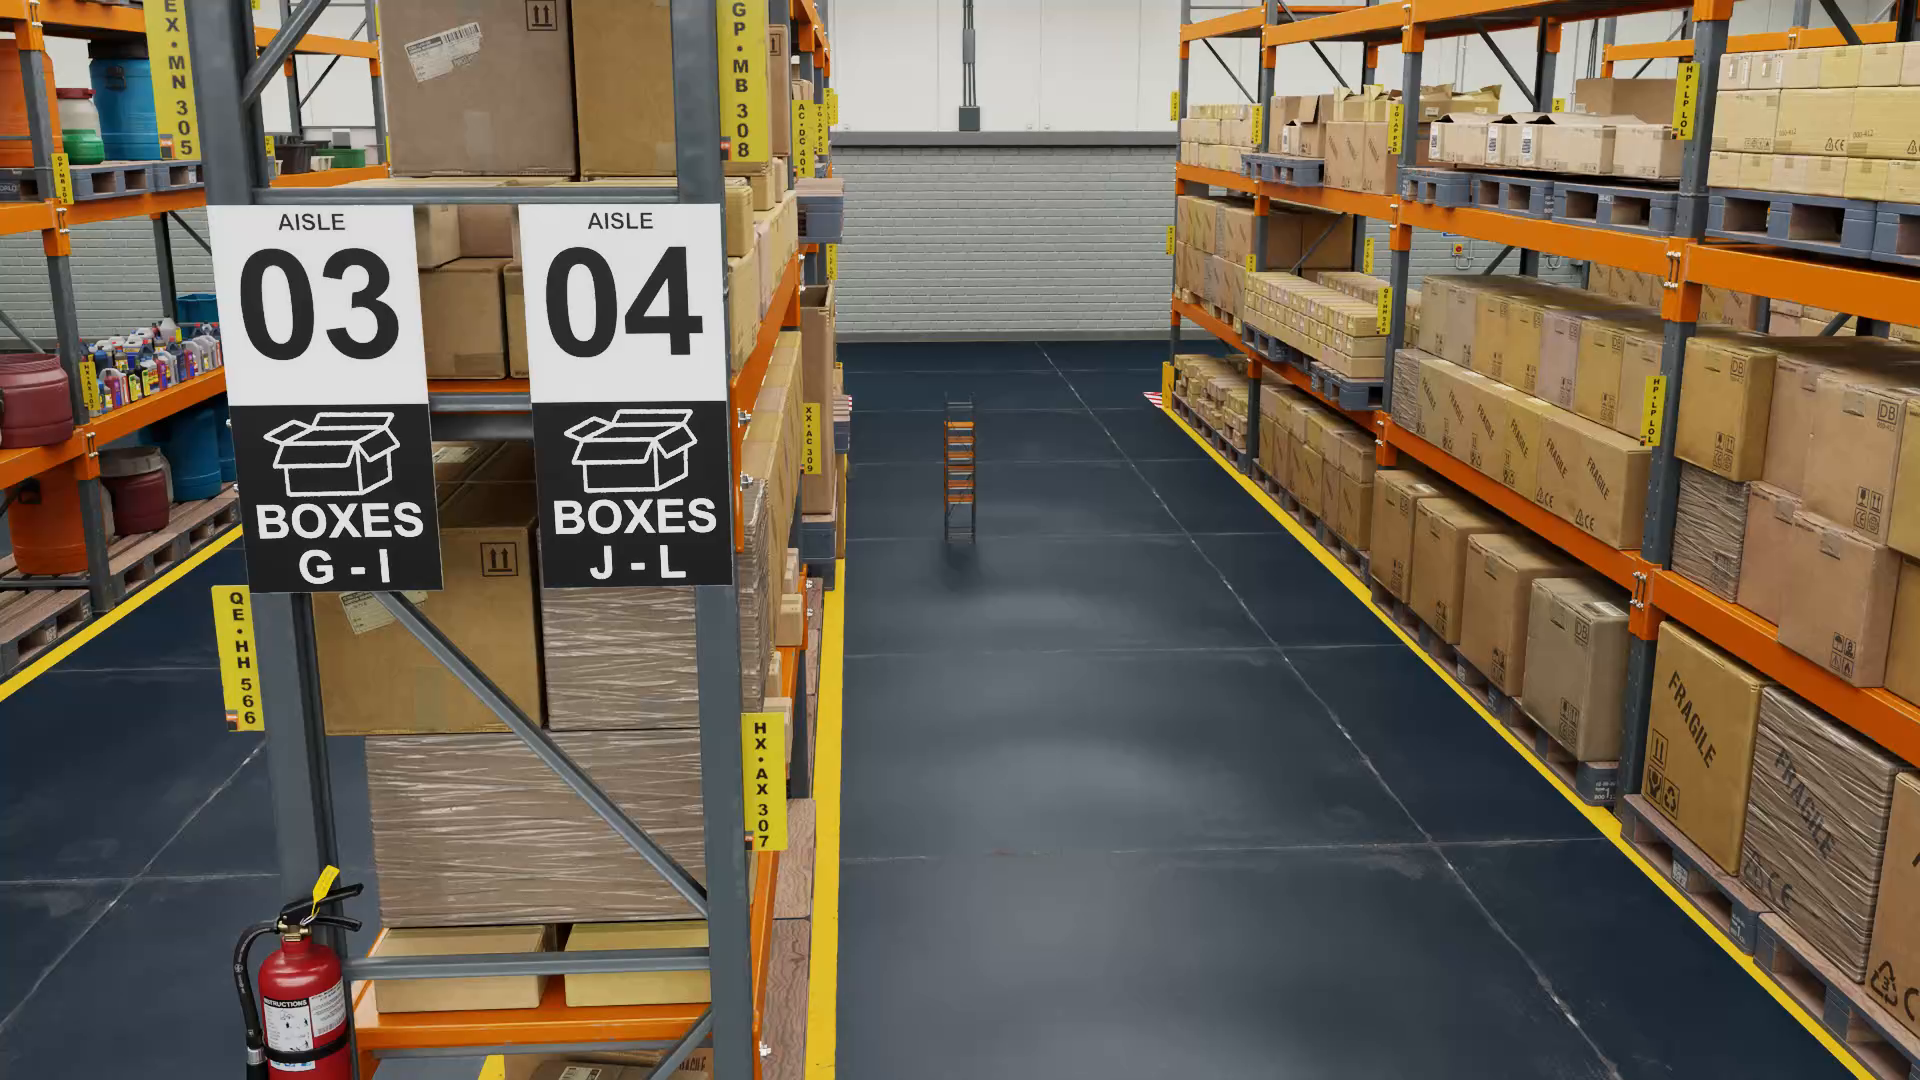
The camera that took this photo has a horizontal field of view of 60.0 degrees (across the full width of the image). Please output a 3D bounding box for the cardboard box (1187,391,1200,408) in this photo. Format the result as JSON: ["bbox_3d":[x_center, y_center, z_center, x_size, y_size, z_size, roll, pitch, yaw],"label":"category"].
[{"bbox_3d":[2.727,-1.563,18.459,0.380,0.149,0.250,-1,14,-3],"label":"cardboard box"}]

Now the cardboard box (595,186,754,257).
[{"bbox_3d":[-0.683,-0.746,3.889,0.380,0.149,0.250,-1,14,-2],"label":"cardboard box"}]

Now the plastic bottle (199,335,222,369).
[{"bbox_3d":[-6.264,-1.574,13.873,0.152,0.276,0.135,-1,14,-3],"label":"plastic bottle"}]

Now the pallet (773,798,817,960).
[{"bbox_3d":[-1.149,1.487,7.324,1.003,0.211,1.213,-1,14,-3],"label":"pallet"}]

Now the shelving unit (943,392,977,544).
[{"bbox_3d":[0.001,-0.577,13.363,0.258,1.200,0.189,-1,14,-3],"label":"shelving unit"}]

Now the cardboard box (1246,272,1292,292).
[{"bbox_3d":[2.801,-2.336,15.053,0.380,0.149,0.250,0,14,-1],"label":"cardboard box"}]

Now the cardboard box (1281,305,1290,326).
[{"bbox_3d":[2.887,-1.866,13.822,0.380,0.149,0.250,-1,14,-4],"label":"cardboard box"}]

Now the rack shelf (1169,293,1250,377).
[{"bbox_3d":[3.112,-2.220,17.579,1.077,0.370,4.000,-1,14,-3],"label":"rack shelf"}]

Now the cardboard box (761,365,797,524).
[{"bbox_3d":[-0.861,-0.350,6.064,0.500,0.500,0.500,-1,14,-3],"label":"cardboard box"}]

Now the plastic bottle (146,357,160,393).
[{"bbox_3d":[-6.158,-1.258,12.654,0.097,0.271,0.097,0,14,0],"label":"plastic bottle"}]

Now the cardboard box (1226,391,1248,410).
[{"bbox_3d":[2.876,-1.391,16.598,0.380,0.149,0.250,-1,14,-4],"label":"cardboard box"}]

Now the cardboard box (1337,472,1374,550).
[{"bbox_3d":[3.182,-0.229,12.570,0.500,0.500,0.500,-1,14,-4],"label":"cardboard box"}]

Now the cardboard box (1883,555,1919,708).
[{"bbox_3d":[3.872,0.340,5.883,0.875,0.550,0.500,-1,14,-3],"label":"cardboard box"}]

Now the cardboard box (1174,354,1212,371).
[{"bbox_3d":[2.681,-2.041,19.125,0.380,0.149,0.250,-2,15,-6],"label":"cardboard box"}]

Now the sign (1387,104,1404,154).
[{"bbox_3d":[2.942,-2.772,11.221,0.100,0.325,0.005,-1,14,-3],"label":"sign"}]

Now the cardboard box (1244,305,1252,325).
[{"bbox_3d":[2.801,-2.048,15.127,0.380,0.149,0.250,-2,15,-6],"label":"cardboard box"}]

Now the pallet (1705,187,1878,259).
[{"bbox_3d":[3.772,-1.288,6.669,1.003,0.211,1.213,-1,14,-3],"label":"pallet"}]

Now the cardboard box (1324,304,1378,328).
[{"bbox_3d":[2.966,-1.689,12.537,0.380,0.149,0.250,0,14,-2],"label":"cardboard box"}]

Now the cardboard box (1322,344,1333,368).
[{"bbox_3d":[2.964,-1.399,12.607,0.380,0.149,0.250,-1,14,-2],"label":"cardboard box"}]

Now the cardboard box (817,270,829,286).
[{"bbox_3d":[-1.496,-2.577,15.723,0.500,0.500,0.500,-1,14,-3],"label":"cardboard box"}]

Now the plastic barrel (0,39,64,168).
[{"bbox_3d":[-6.449,-2.954,11.262,0.600,0.830,0.708,-1,14,-3],"label":"plastic barrel"}]

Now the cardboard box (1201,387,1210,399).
[{"bbox_3d":[2.847,-1.640,18.162,0.380,0.149,0.250,-2,15,-6],"label":"cardboard box"}]

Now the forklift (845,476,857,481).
[{"bbox_3d":[-2.460,-1.722,14.335,3.031,2.935,1.130,2,15,7],"label":"forklift"}]

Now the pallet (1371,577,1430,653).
[{"bbox_3d":[3.457,0.471,11.271,1.003,0.211,1.213,-1,14,-3],"label":"pallet"}]

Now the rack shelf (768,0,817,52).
[{"bbox_3d":[-1.349,-2.891,8.949,1.077,0.370,4.000,-1,14,-3],"label":"rack shelf"}]

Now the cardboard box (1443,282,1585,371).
[{"bbox_3d":[3.534,-1.371,10.630,0.700,0.500,0.500,-1,14,-4],"label":"cardboard box"}]

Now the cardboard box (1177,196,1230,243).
[{"bbox_3d":[2.751,-3.627,18.799,0.500,0.500,0.500,-1,14,-4],"label":"cardboard box"}]

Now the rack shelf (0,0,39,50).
[{"bbox_3d":[-6.293,-2.814,8.652,1.077,0.370,4.000,-1,14,-3],"label":"rack shelf"}]

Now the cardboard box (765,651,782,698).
[{"bbox_3d":[-0.840,0.514,6.014,0.380,0.149,0.250,-1,14,-3],"label":"cardboard box"}]

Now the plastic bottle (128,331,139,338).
[{"bbox_3d":[-7.014,-1.640,14.138,0.097,0.271,0.097,0,14,0],"label":"plastic bottle"}]

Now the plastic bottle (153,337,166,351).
[{"bbox_3d":[-6.870,-1.642,14.286,0.097,0.201,0.097,0,14,0],"label":"plastic bottle"}]

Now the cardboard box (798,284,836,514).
[{"bbox_3d":[-1.135,-0.724,8.273,1.000,1.000,1.000,-1,14,-3],"label":"cardboard box"}]

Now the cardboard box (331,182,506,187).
[{"bbox_3d":[-1.332,-0.806,4.119,0.380,0.149,0.250,-2,15,-6],"label":"cardboard box"}]

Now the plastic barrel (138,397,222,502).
[{"bbox_3d":[-6.604,-0.819,14.057,0.600,0.901,0.708,-1,14,-3],"label":"plastic barrel"}]

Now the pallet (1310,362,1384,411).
[{"bbox_3d":[3.333,-1.159,12.396,1.213,0.211,1.003,-1,14,-3],"label":"pallet"}]

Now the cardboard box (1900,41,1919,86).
[{"bbox_3d":[3.495,-1.638,5.715,0.380,0.149,0.250,-1,14,-4],"label":"cardboard box"}]

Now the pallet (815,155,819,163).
[{"bbox_3d":[-1.615,-3.152,14.123,0.805,0.209,1.217,-1,15,-6],"label":"pallet"}]

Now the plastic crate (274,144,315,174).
[{"bbox_3d":[-6.468,-3.646,15.919,0.497,0.269,0.590,-1,14,-3],"label":"plastic crate"}]

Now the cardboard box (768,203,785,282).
[{"bbox_3d":[-0.878,-1.044,5.846,0.500,0.250,0.500,-1,14,-4],"label":"cardboard box"}]

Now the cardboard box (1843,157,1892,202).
[{"bbox_3d":[3.479,-1.316,6.061,0.380,0.149,0.250,-1,14,-4],"label":"cardboard box"}]

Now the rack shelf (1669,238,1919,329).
[{"bbox_3d":[3.855,-0.688,5.606,1.077,0.370,4.000,-1,14,-3],"label":"rack shelf"}]

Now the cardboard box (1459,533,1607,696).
[{"bbox_3d":[3.547,0.412,9.579,1.050,0.750,0.750,-1,14,-3],"label":"cardboard box"}]

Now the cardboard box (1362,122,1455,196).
[{"bbox_3d":[3.194,-2.716,11.840,0.500,0.500,0.500,-1,14,-3],"label":"cardboard box"}]

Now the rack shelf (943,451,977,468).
[{"bbox_3d":[0.001,-0.651,13.344,0.258,0.103,0.180,-1,14,-3],"label":"rack shelf"}]

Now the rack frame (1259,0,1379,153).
[{"bbox_3d":[3.236,-4.977,14.809,1.000,3.000,0.127,-1,14,-3],"label":"rack frame"}]

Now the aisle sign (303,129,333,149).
[{"bbox_3d":[-7.213,-4.210,18.653,0.394,0.787,0.004,-1,14,-3],"label":"aisle sign"}]

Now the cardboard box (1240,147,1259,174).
[{"bbox_3d":[2.936,-3.569,15.659,0.500,0.250,0.500,-1,14,-2],"label":"cardboard box"}]

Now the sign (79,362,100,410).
[{"bbox_3d":[-5.868,-1.038,11.212,0.100,0.325,0.005,-1,14,-3],"label":"sign"}]

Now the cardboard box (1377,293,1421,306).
[{"bbox_3d":[3.565,-1.891,13.323,0.380,0.149,0.250,0,14,-2],"label":"cardboard box"}]

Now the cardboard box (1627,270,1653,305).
[{"bbox_3d":[7.738,-2.840,18.344,0.500,0.500,0.500,-1,14,-4],"label":"cardboard box"}]

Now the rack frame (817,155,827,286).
[{"bbox_3d":[-1.721,-2.020,15.356,1.000,3.000,0.127,-1,14,-3],"label":"rack frame"}]

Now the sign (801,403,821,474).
[{"bbox_3d":[-0.684,-0.460,7.556,0.100,0.325,0.005,-1,14,-3],"label":"sign"}]

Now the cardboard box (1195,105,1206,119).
[{"bbox_3d":[2.737,-4.604,17.880,0.380,0.149,0.250,-1,14,-3],"label":"cardboard box"}]

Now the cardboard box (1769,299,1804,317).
[{"bbox_3d":[7.916,-2.228,15.465,0.500,0.250,0.500,-1,14,-5],"label":"cardboard box"}]

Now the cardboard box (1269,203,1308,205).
[{"bbox_3d":[3.373,-3.246,17.318,0.500,0.500,0.500,-1,14,-5],"label":"cardboard box"}]

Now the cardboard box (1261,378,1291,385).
[{"bbox_3d":[3.326,-1.598,17.402,0.380,0.149,0.250,-1,15,-6],"label":"cardboard box"}]

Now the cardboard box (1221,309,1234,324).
[{"bbox_3d":[2.865,-2.278,16.865,0.380,0.149,0.250,-2,15,-6],"label":"cardboard box"}]
